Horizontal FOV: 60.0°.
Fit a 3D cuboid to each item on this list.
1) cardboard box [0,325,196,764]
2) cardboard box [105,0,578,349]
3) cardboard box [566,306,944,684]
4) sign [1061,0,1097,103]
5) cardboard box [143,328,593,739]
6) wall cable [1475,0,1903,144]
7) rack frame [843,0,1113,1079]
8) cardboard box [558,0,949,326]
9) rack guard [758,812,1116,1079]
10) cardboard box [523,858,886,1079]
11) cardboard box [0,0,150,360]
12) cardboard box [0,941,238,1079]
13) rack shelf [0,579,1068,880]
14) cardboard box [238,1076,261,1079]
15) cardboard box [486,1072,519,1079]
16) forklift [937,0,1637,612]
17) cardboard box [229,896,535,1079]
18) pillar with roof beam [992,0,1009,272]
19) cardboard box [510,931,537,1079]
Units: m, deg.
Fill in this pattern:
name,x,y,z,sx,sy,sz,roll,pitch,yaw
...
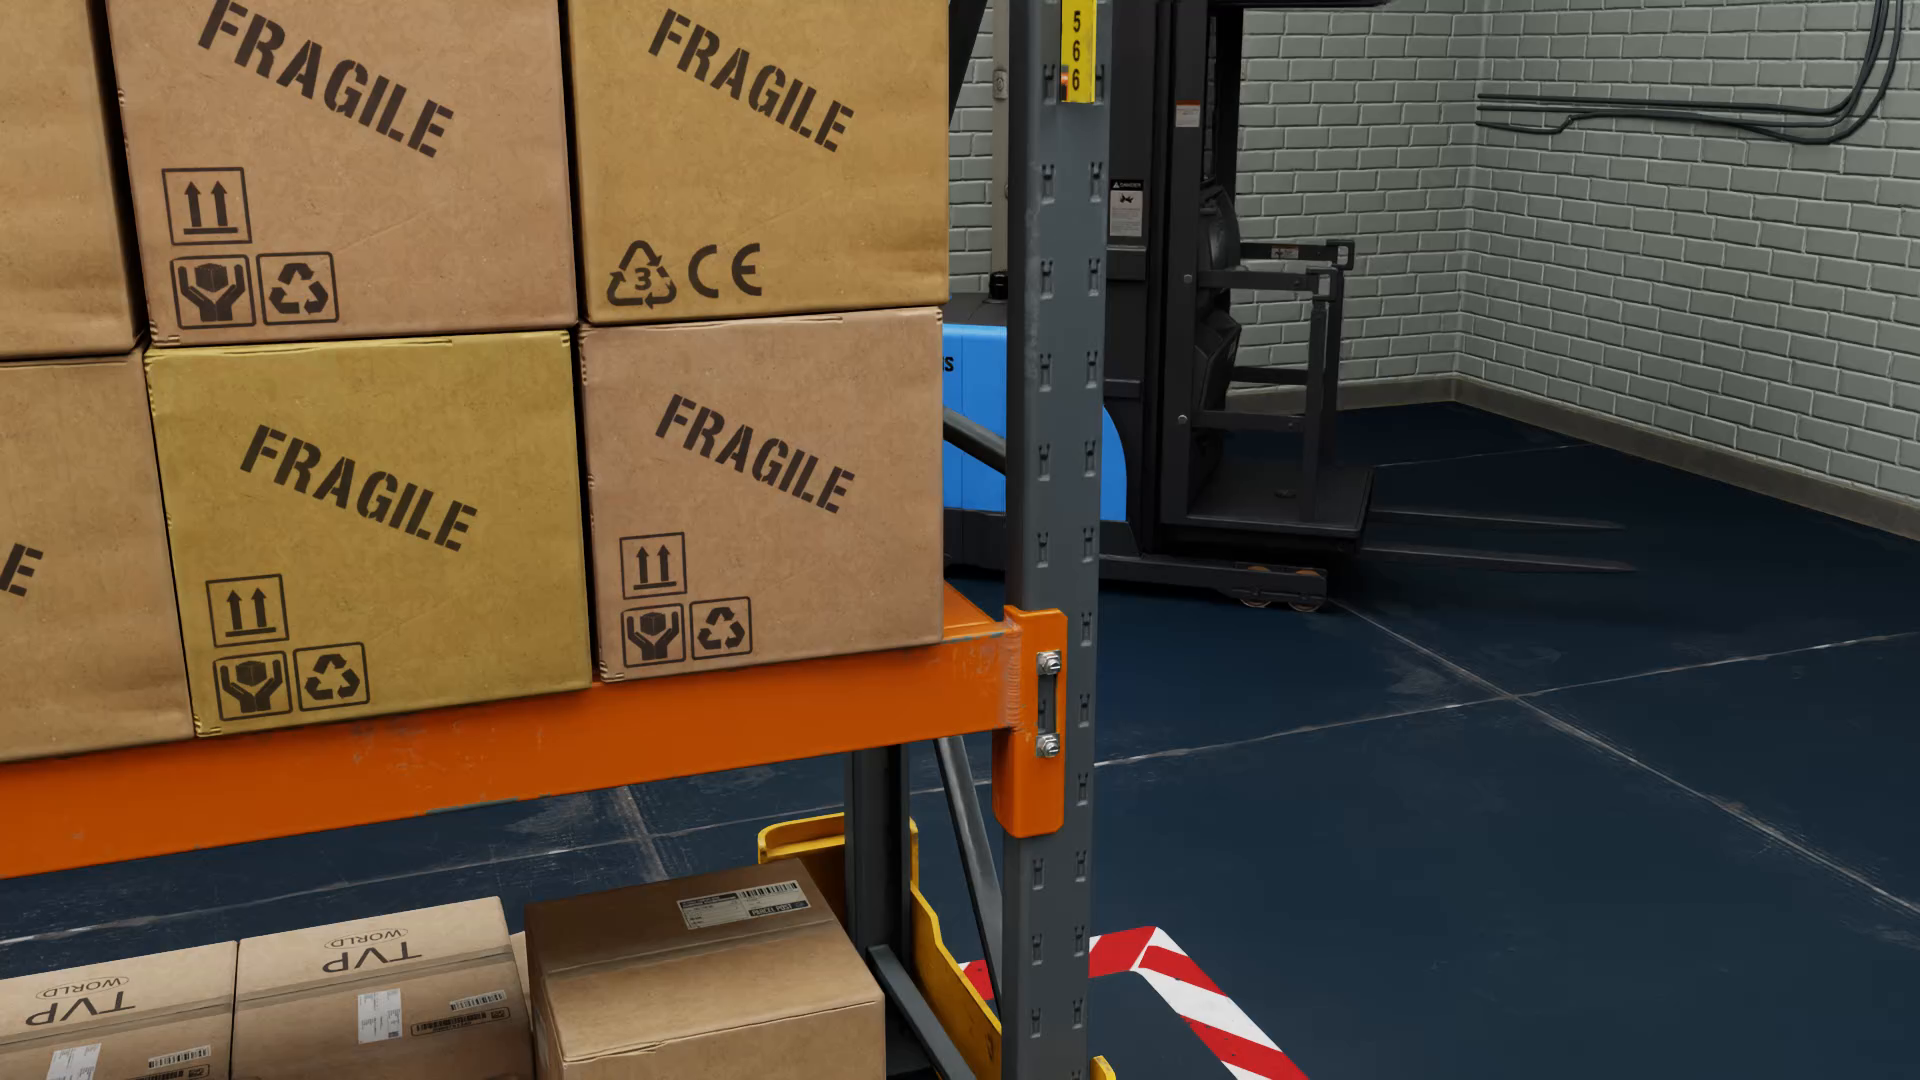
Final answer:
name,x,y,z,sx,sy,sz,roll,pitch,yaw
cardboard box,-1.291,-0.025,2.183,0.500,0.500,0.500,-6,17,-20
cardboard box,-0.808,-0.556,2.214,0.500,0.500,0.500,-6,17,-19
cardboard box,-0.340,-0.127,2.531,0.500,0.500,0.500,-6,17,-18
sign,0.160,-0.755,2.231,0.005,0.325,0.100,-6,17,-20
cardboard box,-0.823,-0.074,2.350,0.500,0.500,0.500,-6,17,-20
wall cable,3.614,-3.364,8.593,0.112,2.526,3.097,-6,17,-20
rack frame,-0.019,-0.196,2.943,0.127,3.000,1.000,-6,17,-20
cardboard box,-0.337,-0.607,2.388,0.500,0.500,0.500,-6,18,-21
rack guard,-0.090,1.011,3.269,0.348,0.500,1.175,-6,17,-20
cardboard box,-0.439,0.912,2.825,0.500,0.500,0.500,-6,17,-20
cardboard box,-1.291,-0.502,2.032,0.500,0.500,0.500,-6,17,-19
cardboard box,-1.562,0.993,2.992,0.500,0.250,0.500,-6,17,-20
rack shelf,-1.887,0.351,2.357,4.000,0.370,1.077,-6,17,-20
cardboard box,-1.337,1.120,2.561,0.500,0.250,0.500,-6,17,-20
cardboard box,-0.849,1.089,2.814,0.250,0.166,0.380,-6,17,-20
forklift,1.250,-1.286,6.774,3.031,2.935,1.130,5,17,16
cardboard box,-1.096,0.943,3.164,0.500,0.250,0.500,-6,17,-20
pillar with roof beam,1.957,-3.745,4.379,0.400,9.000,9.100,-6,17,-20
cardboard box,-0.767,0.929,3.358,0.250,0.166,0.380,-6,17,-20
